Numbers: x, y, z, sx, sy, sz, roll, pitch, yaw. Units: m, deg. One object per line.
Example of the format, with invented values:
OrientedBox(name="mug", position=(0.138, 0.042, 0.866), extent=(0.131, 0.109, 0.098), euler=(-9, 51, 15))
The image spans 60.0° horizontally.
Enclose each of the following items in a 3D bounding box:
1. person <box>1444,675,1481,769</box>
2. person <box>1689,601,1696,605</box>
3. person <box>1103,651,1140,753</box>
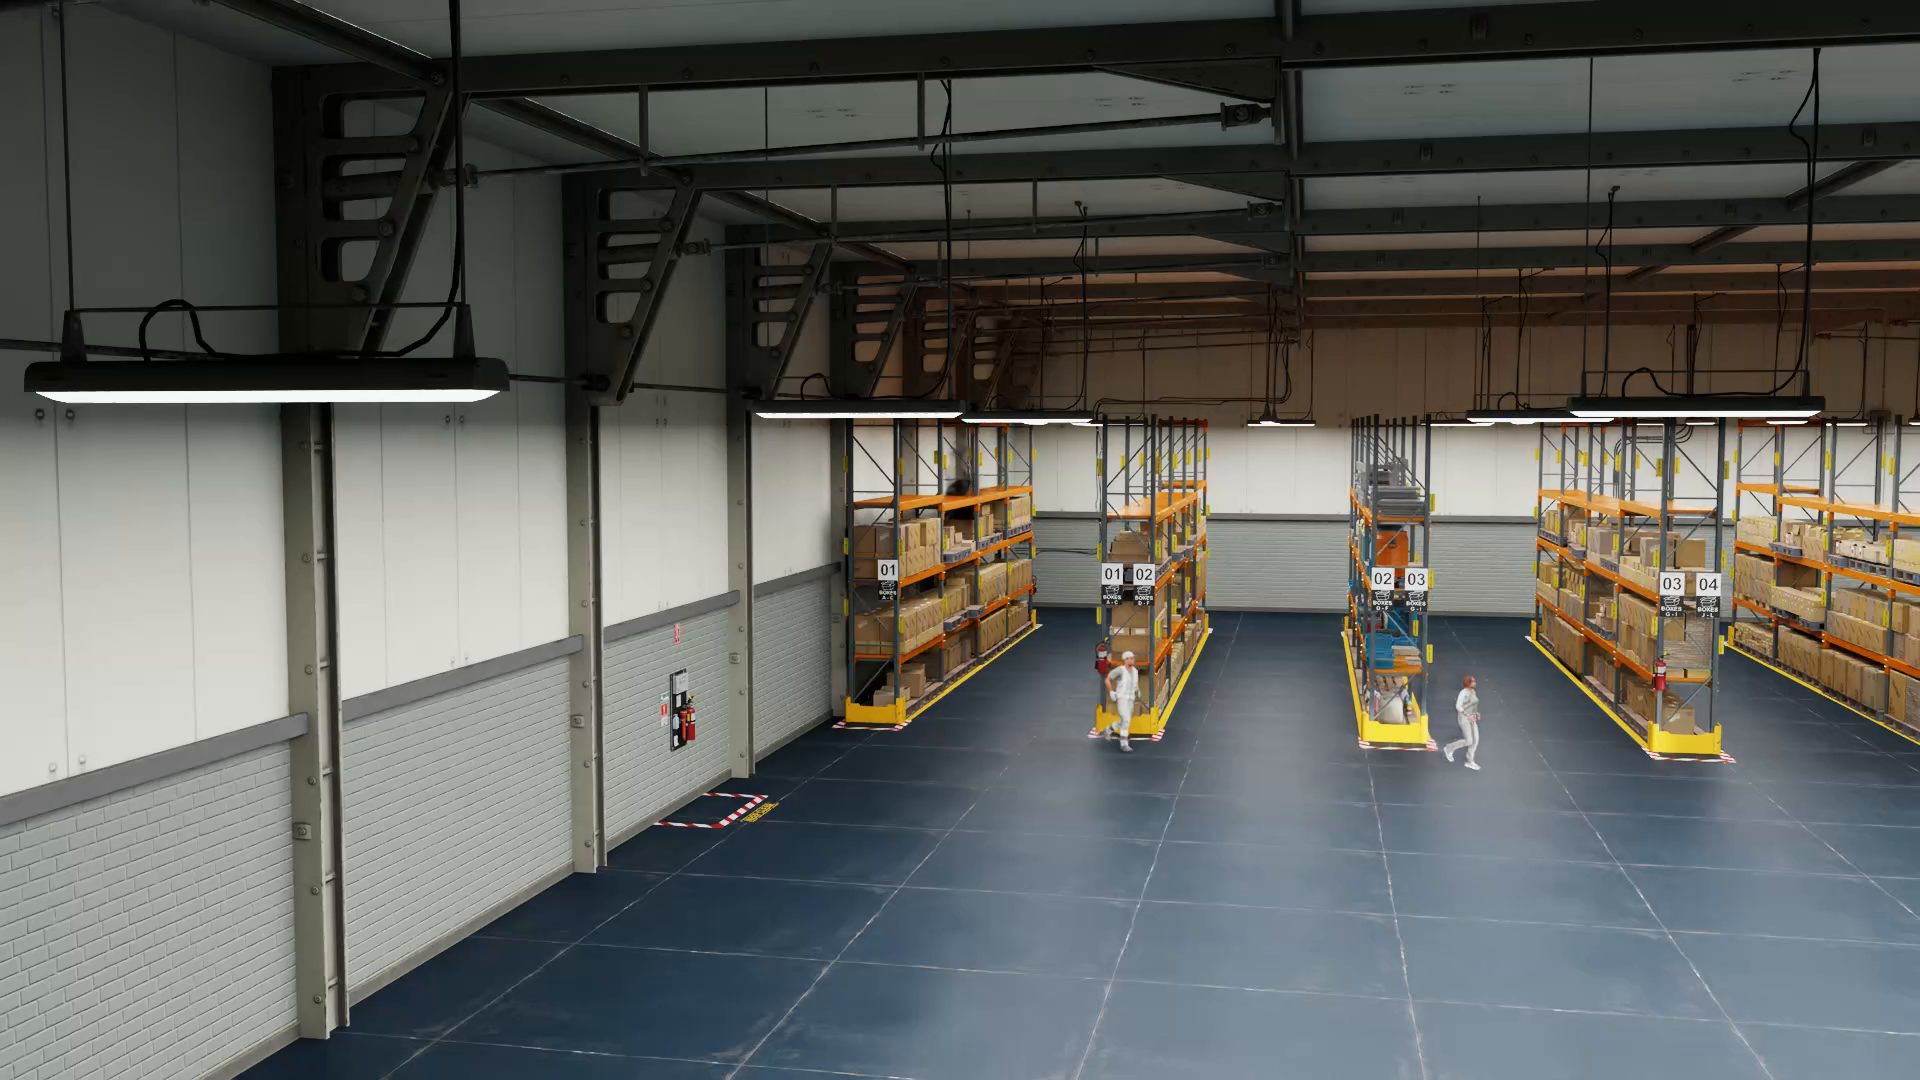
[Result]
OrientedBox(name="person", position=(8.544, 3.070, 28.174), extent=(0.622, 1.585, 0.565), euler=(3, 5, 41))
OrientedBox(name="person", position=(19.185, 2.013, 44.194), extent=(0.714, 1.560, 0.544), euler=(4, 5, 44))
OrientedBox(name="person", position=(2.938, 2.867, 29.835), extent=(0.718, 1.748, 0.869), euler=(-3, 5, -38))
